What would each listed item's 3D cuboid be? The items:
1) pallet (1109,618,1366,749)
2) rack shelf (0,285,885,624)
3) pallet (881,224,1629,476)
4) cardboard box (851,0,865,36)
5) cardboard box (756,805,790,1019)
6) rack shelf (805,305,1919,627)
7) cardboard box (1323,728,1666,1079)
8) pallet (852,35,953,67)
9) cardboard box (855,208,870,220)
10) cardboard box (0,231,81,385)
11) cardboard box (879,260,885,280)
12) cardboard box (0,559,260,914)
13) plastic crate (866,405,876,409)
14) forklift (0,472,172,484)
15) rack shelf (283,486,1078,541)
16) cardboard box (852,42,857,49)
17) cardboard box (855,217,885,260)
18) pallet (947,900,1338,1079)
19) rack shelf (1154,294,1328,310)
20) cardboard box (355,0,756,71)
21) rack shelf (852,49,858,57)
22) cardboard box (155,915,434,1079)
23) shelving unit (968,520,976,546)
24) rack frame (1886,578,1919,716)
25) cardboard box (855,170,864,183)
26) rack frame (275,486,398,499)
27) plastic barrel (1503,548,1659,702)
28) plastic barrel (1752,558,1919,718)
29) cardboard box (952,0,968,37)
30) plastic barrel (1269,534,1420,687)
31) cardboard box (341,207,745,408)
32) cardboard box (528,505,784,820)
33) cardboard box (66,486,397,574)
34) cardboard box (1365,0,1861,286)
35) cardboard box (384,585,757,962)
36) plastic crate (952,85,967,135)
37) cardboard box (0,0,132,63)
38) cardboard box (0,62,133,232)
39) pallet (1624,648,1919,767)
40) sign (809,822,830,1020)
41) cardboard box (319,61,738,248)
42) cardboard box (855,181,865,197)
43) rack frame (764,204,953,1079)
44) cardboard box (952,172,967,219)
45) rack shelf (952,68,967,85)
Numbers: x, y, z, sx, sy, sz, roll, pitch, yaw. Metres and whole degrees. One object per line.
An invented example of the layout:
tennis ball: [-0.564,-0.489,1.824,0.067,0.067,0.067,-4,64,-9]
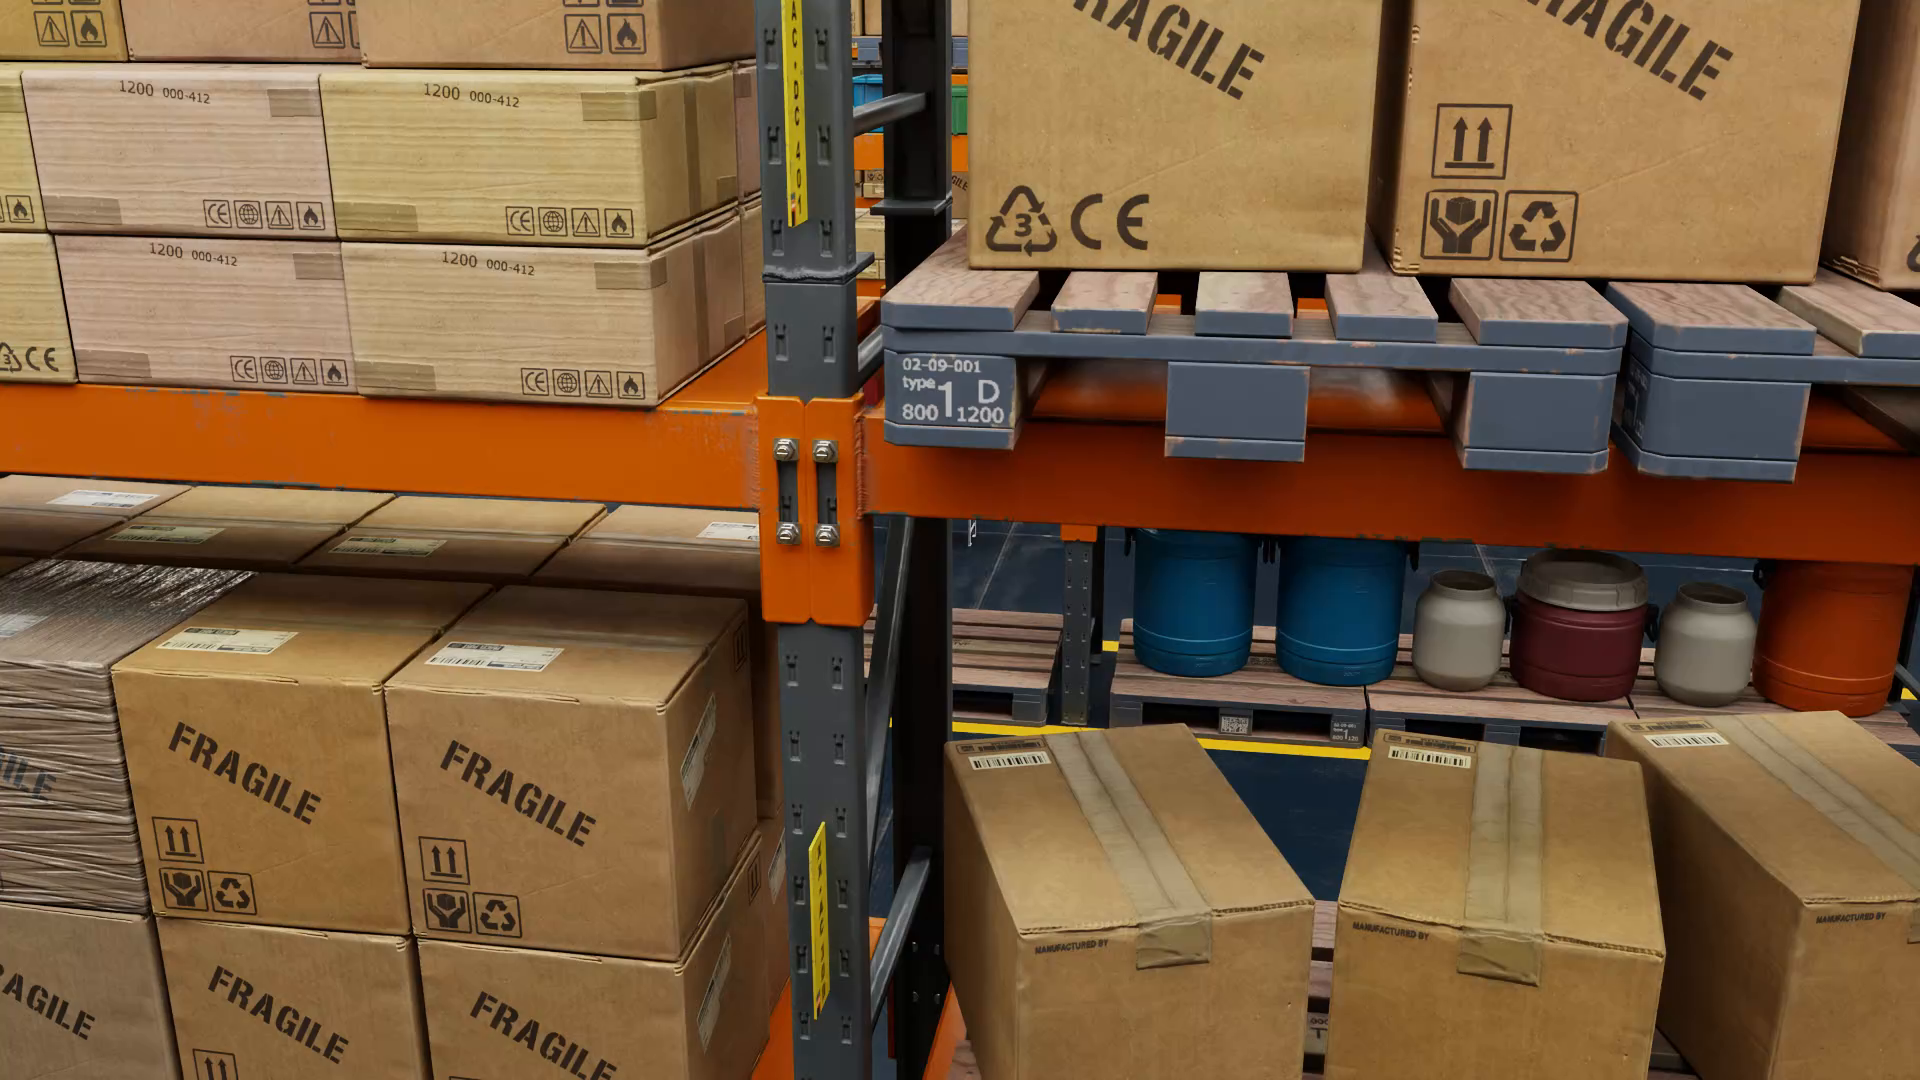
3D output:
pallet: [1.388,0.703,8.369,1.213,0.211,1.003,3,19,9]
rack shelf: [-2.131,-0.301,3.383,4.000,0.370,1.077,3,19,9]
pallet: [0.476,-0.398,2.834,1.003,0.211,1.213,3,19,9]
cardboard box: [-0.955,-4.054,12.488,0.500,0.500,0.700,2,19,5]
cardboard box: [-0.617,0.722,3.760,0.500,0.500,0.500,3,19,10]
rack shelf: [1.818,-0.100,2.781,4.000,0.370,1.077,3,19,9]
cardboard box: [0.964,0.743,3.037,0.500,0.500,0.700,6,19,17]
pallet: [-0.589,-3.710,12.576,1.213,0.211,1.003,3,19,9]
cardboard box: [-1.007,-2.502,13.320,0.500,0.250,0.500,2,19,7]
cardboard box: [-1.666,-0.463,2.968,0.500,0.250,0.500,3,19,9]
cardboard box: [-0.455,-2.094,12.730,0.250,0.149,0.380,3,19,10]
cardboard box: [-1.701,0.364,3.254,0.500,0.500,0.500,3,19,9]
plastic crate: [-0.515,-0.541,8.032,0.590,0.125,0.437,3,19,9]
forklift: [-3.219,-0.086,6.441,3.031,2.935,1.130,4,19,10]
rack shelf: [-1.342,-0.431,8.496,4.000,0.370,1.077,3,19,9]
cardboard box: [-1.242,-5.222,17.190,0.500,0.250,0.500,4,19,11]
cardboard box: [-0.574,-2.310,12.748,0.500,0.250,0.500,3,19,8]
pallet: [0.615,1.046,3.252,1.213,0.211,1.003,3,19,9]
rack shelf: [3.393,-1.781,12.532,4.000,0.370,1.077,3,19,9]
cardboard box: [-0.643,-1.076,2.831,0.500,0.500,0.700,3,19,9]
rack shelf: [0.330,-4.954,17.287,4.000,0.370,1.077,3,19,9]
cardboard box: [-1.200,0.863,3.339,0.500,0.500,0.500,3,19,10]
shelving unit: [-0.163,-0.577,10.638,0.503,1.200,0.258,3,19,9]
rack frame: [4.582,-0.470,7.480,0.127,3.000,1.000,3,19,9]
cardboard box: [-1.245,-4.052,17.560,0.500,0.500,0.500,4,19,11]
rack frame: [-3.317,-0.872,8.683,0.127,3.000,1.000,3,19,9]
plastic barrel: [2.981,0.399,8.023,0.708,0.588,0.600,3,19,9]
plastic barrel: [4.096,0.341,7.815,0.708,0.830,0.600,3,19,9]
cardboard box: [0.106,-3.988,12.291,0.500,0.500,0.700,4,19,11]
plastic barrel: [1.866,0.193,8.143,0.708,0.901,0.600,3,19,9]
cardboard box: [-0.679,-0.412,2.816,0.500,0.250,0.500,3,19,9]
cardboard box: [-0.577,0.247,3.604,0.500,0.500,0.500,3,19,10]
cardboard box: [-1.594,0.195,3.759,0.500,0.500,0.500,2,19,7]
cardboard box: [0.992,-0.761,2.646,0.600,0.600,0.600,3,19,8]
cardboard box: [-0.697,0.415,3.103,0.500,0.500,0.500,3,19,9]
plastic crate: [0.166,-1.920,7.420,0.662,0.188,0.450,3,19,9]
cardboard box: [-1.609,-1.169,3.108,0.500,0.500,0.700,3,19,9]
cardboard box: [-1.666,-0.699,2.887,0.500,0.250,0.500,3,19,9]
pallet: [3.797,0.826,8.002,1.213,0.211,1.003,3,19,9]
sign: [-0.235,0.640,2.797,0.005,0.325,0.100,3,19,9]
cardboard box: [-0.680,-0.647,2.731,0.500,0.250,0.500,3,19,9]
cardboard box: [-1.119,-3.735,17.634,0.250,0.149,0.380,4,19,11]
rack frame: [-0.157,0.881,3.444,0.127,3.000,1.000,3,19,9]
cardboard box: [-0.014,-2.804,13.043,0.500,0.500,0.500,2,19,7]
rack shelf: [-0.556,-3.405,12.658,4.000,0.370,1.077,3,19,9]
